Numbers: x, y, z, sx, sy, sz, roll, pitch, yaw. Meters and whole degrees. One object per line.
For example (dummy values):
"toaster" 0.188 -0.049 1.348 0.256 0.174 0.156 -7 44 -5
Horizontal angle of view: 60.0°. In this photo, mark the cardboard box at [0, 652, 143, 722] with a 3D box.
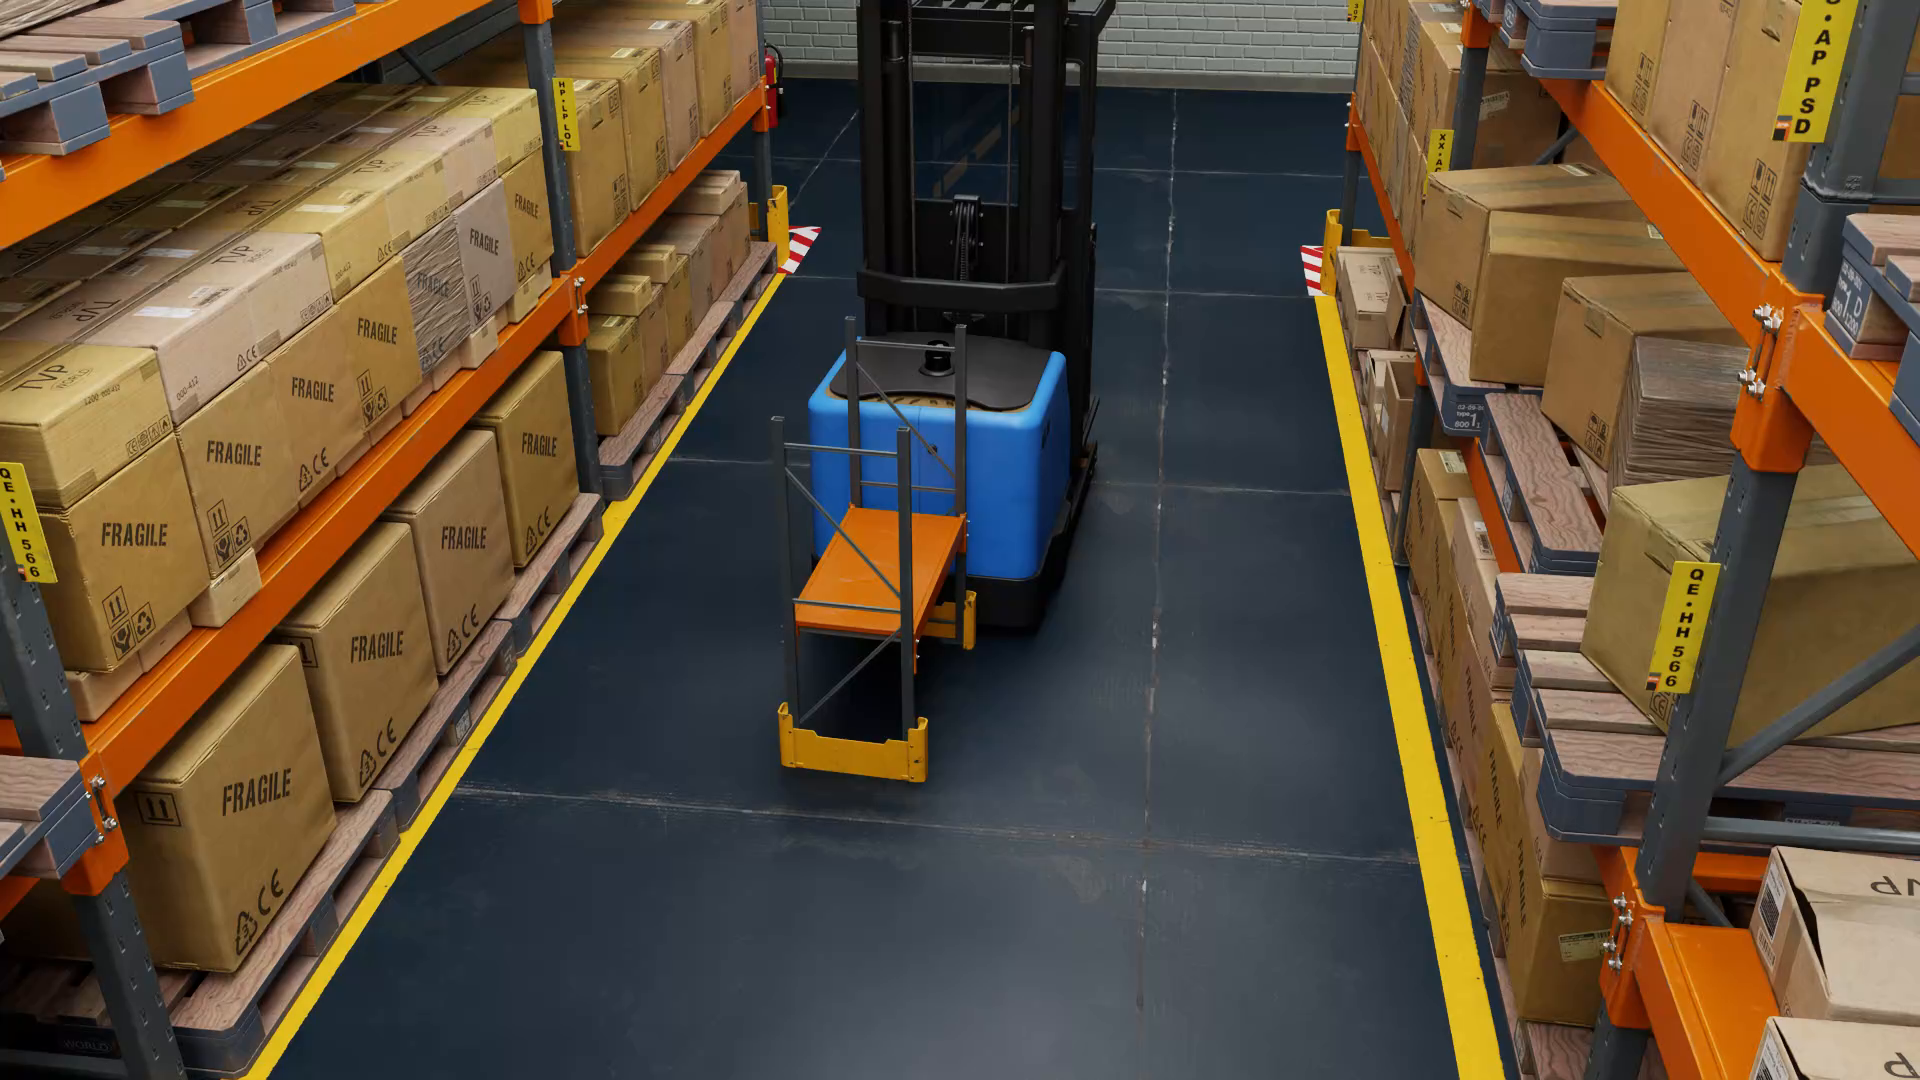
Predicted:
"cardboard box" -2.543 0.368 4.648 0.380 0.149 0.250 3 28 5

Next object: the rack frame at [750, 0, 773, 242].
"rack frame" -1.833 -3.358 11.321 1.000 3.000 0.127 3 28 6

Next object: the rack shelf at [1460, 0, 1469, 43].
"rack shelf" 2.839 -3.134 8.501 1.077 0.370 4.000 3 28 6

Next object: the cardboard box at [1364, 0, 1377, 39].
"cardboard box" 2.768 -3.363 10.169 0.500 0.500 0.500 4 29 8

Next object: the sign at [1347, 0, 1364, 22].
"sign" 2.546 -3.485 10.643 0.100 0.325 0.005 3 28 6

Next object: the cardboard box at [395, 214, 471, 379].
"cardboard box" -2.252 -0.950 6.411 0.500 0.500 0.500 3 29 6

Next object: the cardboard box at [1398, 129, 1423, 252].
"cardboard box" 2.462 -1.726 8.186 0.500 0.500 0.500 4 29 8

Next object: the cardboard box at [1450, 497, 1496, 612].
"cardboard box" 2.170 0.072 6.335 0.500 0.250 0.500 3 29 6

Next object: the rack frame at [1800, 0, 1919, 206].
"rack frame" 2.104 -1.947 2.377 1.000 3.000 0.127 3 28 6

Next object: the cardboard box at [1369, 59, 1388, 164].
"cardboard box" 2.646 -2.443 9.517 0.500 0.500 0.500 3 28 6

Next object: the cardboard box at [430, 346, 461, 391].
"cardboard box" -2.237 -0.719 6.666 0.380 0.149 0.250 3 28 6

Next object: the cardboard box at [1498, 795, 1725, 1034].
"cardboard box" 1.986 1.147 5.131 0.500 0.500 0.500 4 29 8

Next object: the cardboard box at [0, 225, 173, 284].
"cardboard box" -2.882 -0.820 5.378 0.500 0.250 0.500 3 28 5

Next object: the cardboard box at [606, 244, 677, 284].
"cardboard box" -1.843 -1.588 9.543 0.380 0.149 0.250 3 28 5

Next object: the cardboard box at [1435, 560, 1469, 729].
"cardboard box" 2.170 0.418 6.484 0.500 0.500 0.500 4 29 7

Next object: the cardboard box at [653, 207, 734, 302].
"cardboard box" -1.880 -1.872 10.754 0.700 0.500 0.500 3 28 6

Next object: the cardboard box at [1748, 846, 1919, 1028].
"cardboard box" 2.016 0.902 3.508 0.500 0.311 0.500 5 29 9

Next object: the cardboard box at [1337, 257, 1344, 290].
"cardboard box" 2.661 -1.723 10.810 0.380 0.166 0.250 3 28 6

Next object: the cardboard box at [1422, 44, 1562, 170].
"cardboard box" 2.399 -1.926 7.503 0.500 0.500 0.500 3 29 6

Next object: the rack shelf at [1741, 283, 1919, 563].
"rack shelf" 1.859 0.631 1.511 1.077 0.370 4.000 3 28 6

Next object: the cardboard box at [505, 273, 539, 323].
"cardboard box" -2.091 -1.078 7.331 0.380 0.149 0.250 4 29 7

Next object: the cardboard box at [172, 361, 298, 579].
"cardboard box" -2.426 -0.236 5.085 0.500 0.500 0.500 4 29 8

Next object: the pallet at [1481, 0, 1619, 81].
"pallet" 2.320 -1.636 5.159 1.213 0.211 1.003 3 28 6

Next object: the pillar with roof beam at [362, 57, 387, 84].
"pillar with roof beam" 1.177 -4.246 6.643 9.100 9.000 0.400 3 28 6

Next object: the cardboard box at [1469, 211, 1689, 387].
"cardboard box" 2.293 -0.881 6.174 0.700 0.500 0.500 8 29 14

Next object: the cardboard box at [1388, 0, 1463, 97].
"cardboard box" 2.584 -2.642 8.831 0.500 0.500 0.500 3 28 6

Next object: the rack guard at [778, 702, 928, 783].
"rack guard" -0.417 0.792 6.516 0.587 0.250 0.087 5 29 10

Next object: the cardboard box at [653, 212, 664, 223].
"cardboard box" -2.095 -2.107 10.507 0.380 0.149 0.250 4 29 7

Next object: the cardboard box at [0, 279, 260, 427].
"cardboard box" -2.436 -0.558 4.892 0.500 0.250 0.500 3 28 5

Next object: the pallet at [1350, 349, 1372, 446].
"pallet" 2.826 -0.860 9.625 1.003 0.211 1.213 3 28 6

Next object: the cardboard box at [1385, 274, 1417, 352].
"cardboard box" 2.819 -1.168 9.424 0.797 0.503 0.637 3 28 6

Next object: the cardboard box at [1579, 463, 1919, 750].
"cardboard box" 2.069 0.162 4.239 0.700 0.500 0.500 -6 29 -11

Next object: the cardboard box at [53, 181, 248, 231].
"cardboard box" -2.820 -1.059 5.823 0.500 0.250 0.500 3 28 5

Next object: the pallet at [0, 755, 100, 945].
"pallet" -2.794 0.834 3.742 1.213 0.211 1.003 3 28 6

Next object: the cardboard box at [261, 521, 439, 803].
"cardboard box" -2.479 0.419 6.134 0.750 0.750 0.750 3 28 6

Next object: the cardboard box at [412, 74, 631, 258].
"cardboard box" -2.240 -1.862 8.227 0.980 0.700 0.700 4 29 7

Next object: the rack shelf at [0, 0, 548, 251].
"rack shelf" -2.568 -1.538 5.537 1.077 0.370 4.000 3 28 6

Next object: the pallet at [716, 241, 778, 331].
"pallet" -1.853 -1.749 11.275 1.003 0.211 1.213 3 28 6

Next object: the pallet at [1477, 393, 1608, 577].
"pallet" 2.338 -0.137 5.545 1.003 0.211 1.213 3 28 6

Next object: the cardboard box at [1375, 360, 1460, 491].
"cardboard box" 2.382 -0.567 8.311 0.500 0.500 0.500 3 28 6

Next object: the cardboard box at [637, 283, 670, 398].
"cardboard box" -2.065 -1.142 9.400 0.700 0.500 0.500 3 28 6

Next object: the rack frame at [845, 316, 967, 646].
"rack frame" -0.221 -0.222 7.080 0.500 1.500 0.032 5 29 10

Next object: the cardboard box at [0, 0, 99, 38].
"cardboard box" -2.798 -1.635 4.390 0.700 0.500 0.500 2 28 3

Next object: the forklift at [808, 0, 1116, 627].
"forklift" 0.126 -1.583 8.098 1.130 2.935 3.031 6 29 10

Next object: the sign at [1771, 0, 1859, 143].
"sign" 1.566 -0.887 3.026 0.100 0.325 0.005 3 28 6

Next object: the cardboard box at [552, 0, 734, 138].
"cardboard box" -1.963 -2.906 10.166 0.980 0.700 0.700 3 28 6

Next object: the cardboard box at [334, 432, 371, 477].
"cardboard box" -2.365 -0.355 5.990 0.380 0.149 0.250 4 29 6

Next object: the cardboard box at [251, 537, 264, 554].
"cardboard box" -2.478 0.004 5.323 0.380 0.149 0.250 3 28 6

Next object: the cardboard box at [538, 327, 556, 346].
"cardboard box" -2.344 -1.135 8.702 0.380 0.149 0.250 3 28 6

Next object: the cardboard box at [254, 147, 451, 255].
"cardboard box" -2.261 -1.274 6.222 0.500 0.250 0.500 4 29 7

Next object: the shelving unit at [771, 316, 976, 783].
"shelving unit" -0.319 0.011 6.649 0.587 1.500 1.083 5 29 10

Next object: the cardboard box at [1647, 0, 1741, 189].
"cardboard box" 2.186 -1.118 3.895 0.910 0.500 0.500 3 28 6

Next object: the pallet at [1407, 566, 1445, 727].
"pallet" 2.532 0.424 7.241 1.003 0.211 1.213 3 28 6

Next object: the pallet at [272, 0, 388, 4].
"pallet" -2.386 -2.277 6.353 0.805 0.209 1.217 2 28 4

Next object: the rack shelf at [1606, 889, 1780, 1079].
"rack shelf" 1.859 1.952 2.223 1.077 0.370 4.000 3 28 6
